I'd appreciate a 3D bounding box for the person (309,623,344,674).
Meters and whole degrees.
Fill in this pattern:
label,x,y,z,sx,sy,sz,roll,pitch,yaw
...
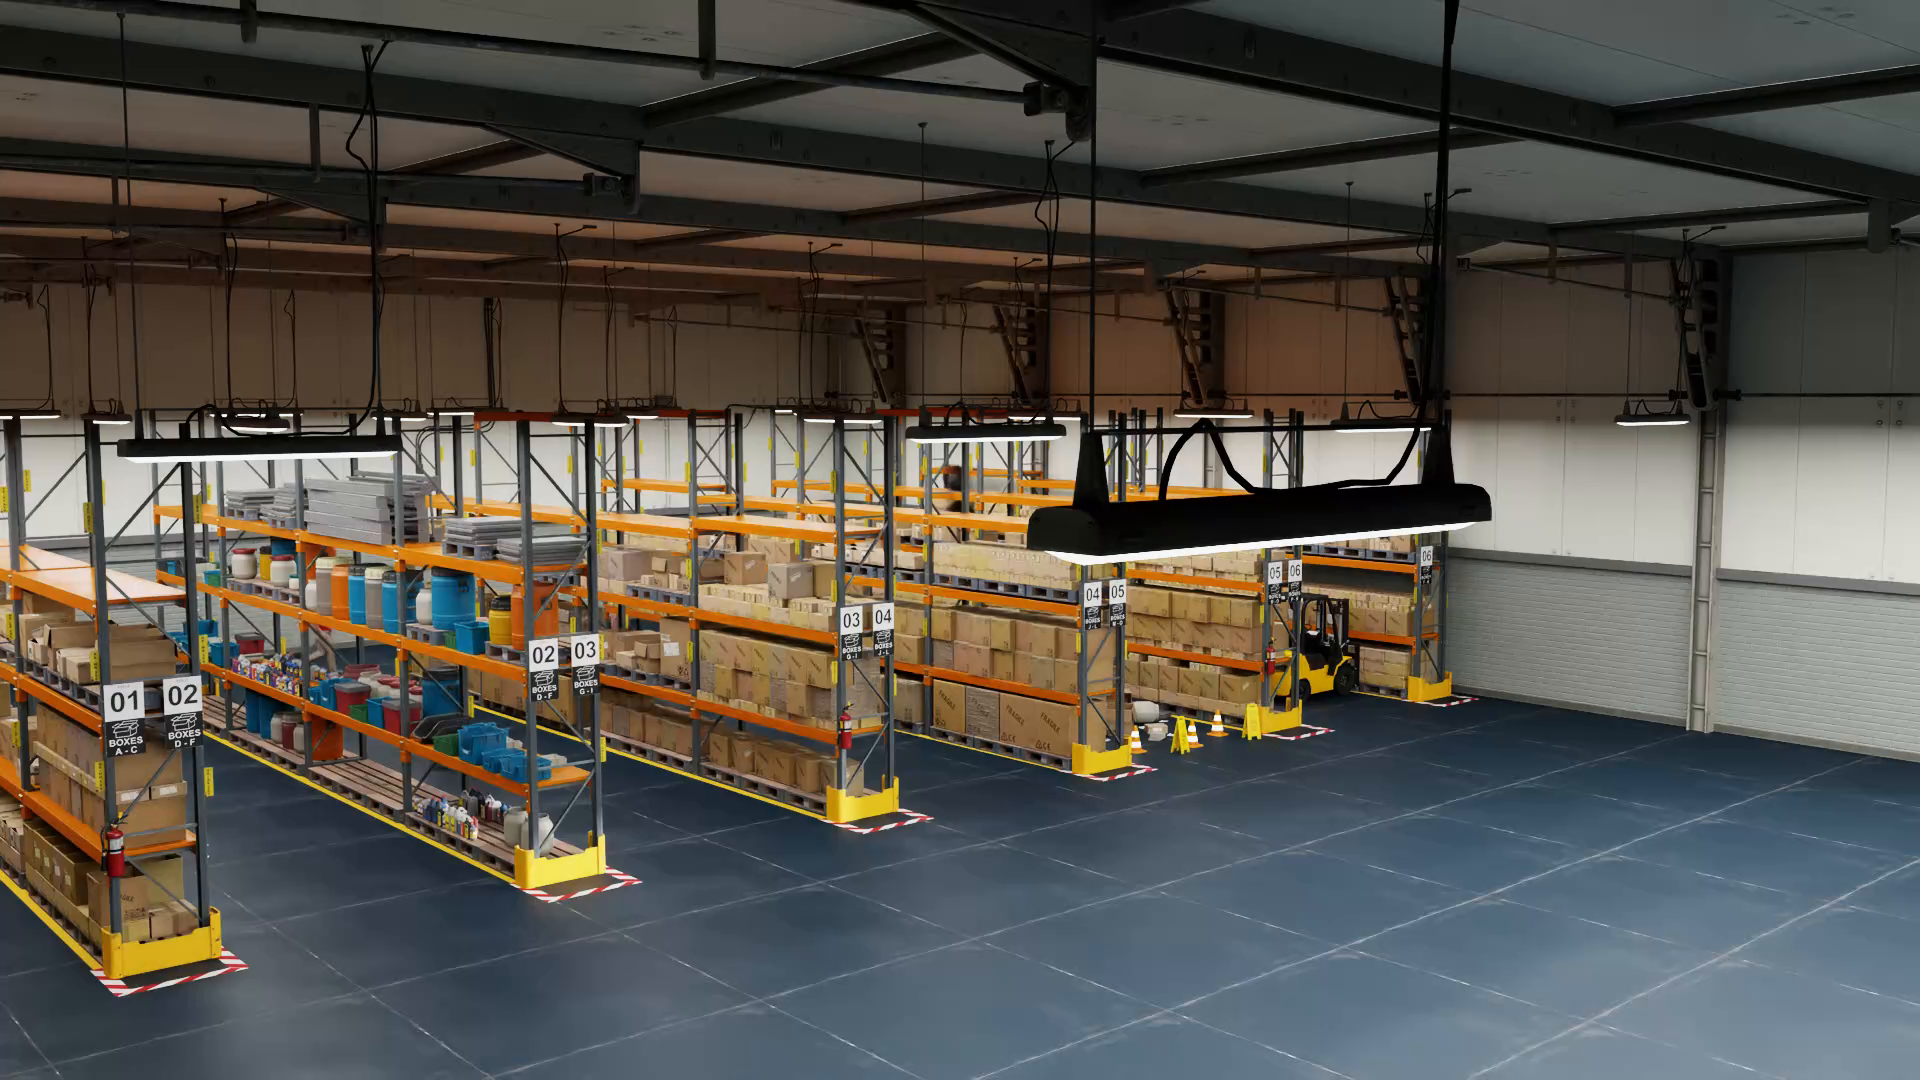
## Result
label,x,y,z,sx,sy,sz,roll,pitch,yaw
person,-14.325,2.184,37.320,0.914,1.708,0.658,-3,6,-31

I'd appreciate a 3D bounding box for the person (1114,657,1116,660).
label,x,y,z,sx,sy,sz,roll,pitch,yaw
person,3.316,2.167,37.432,0.917,1.794,0.665,5,7,45

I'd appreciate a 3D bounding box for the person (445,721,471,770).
label,x,y,z,sx,sy,sz,roll,pitch,yaw
person,-8.587,3.089,28.028,0.767,1.615,0.588,1,5,13

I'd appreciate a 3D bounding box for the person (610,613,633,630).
label,x,y,z,sx,sy,sz,roll,pitch,yaw
person,-8.543,1.814,41.835,0.592,1.649,0.816,3,6,28
